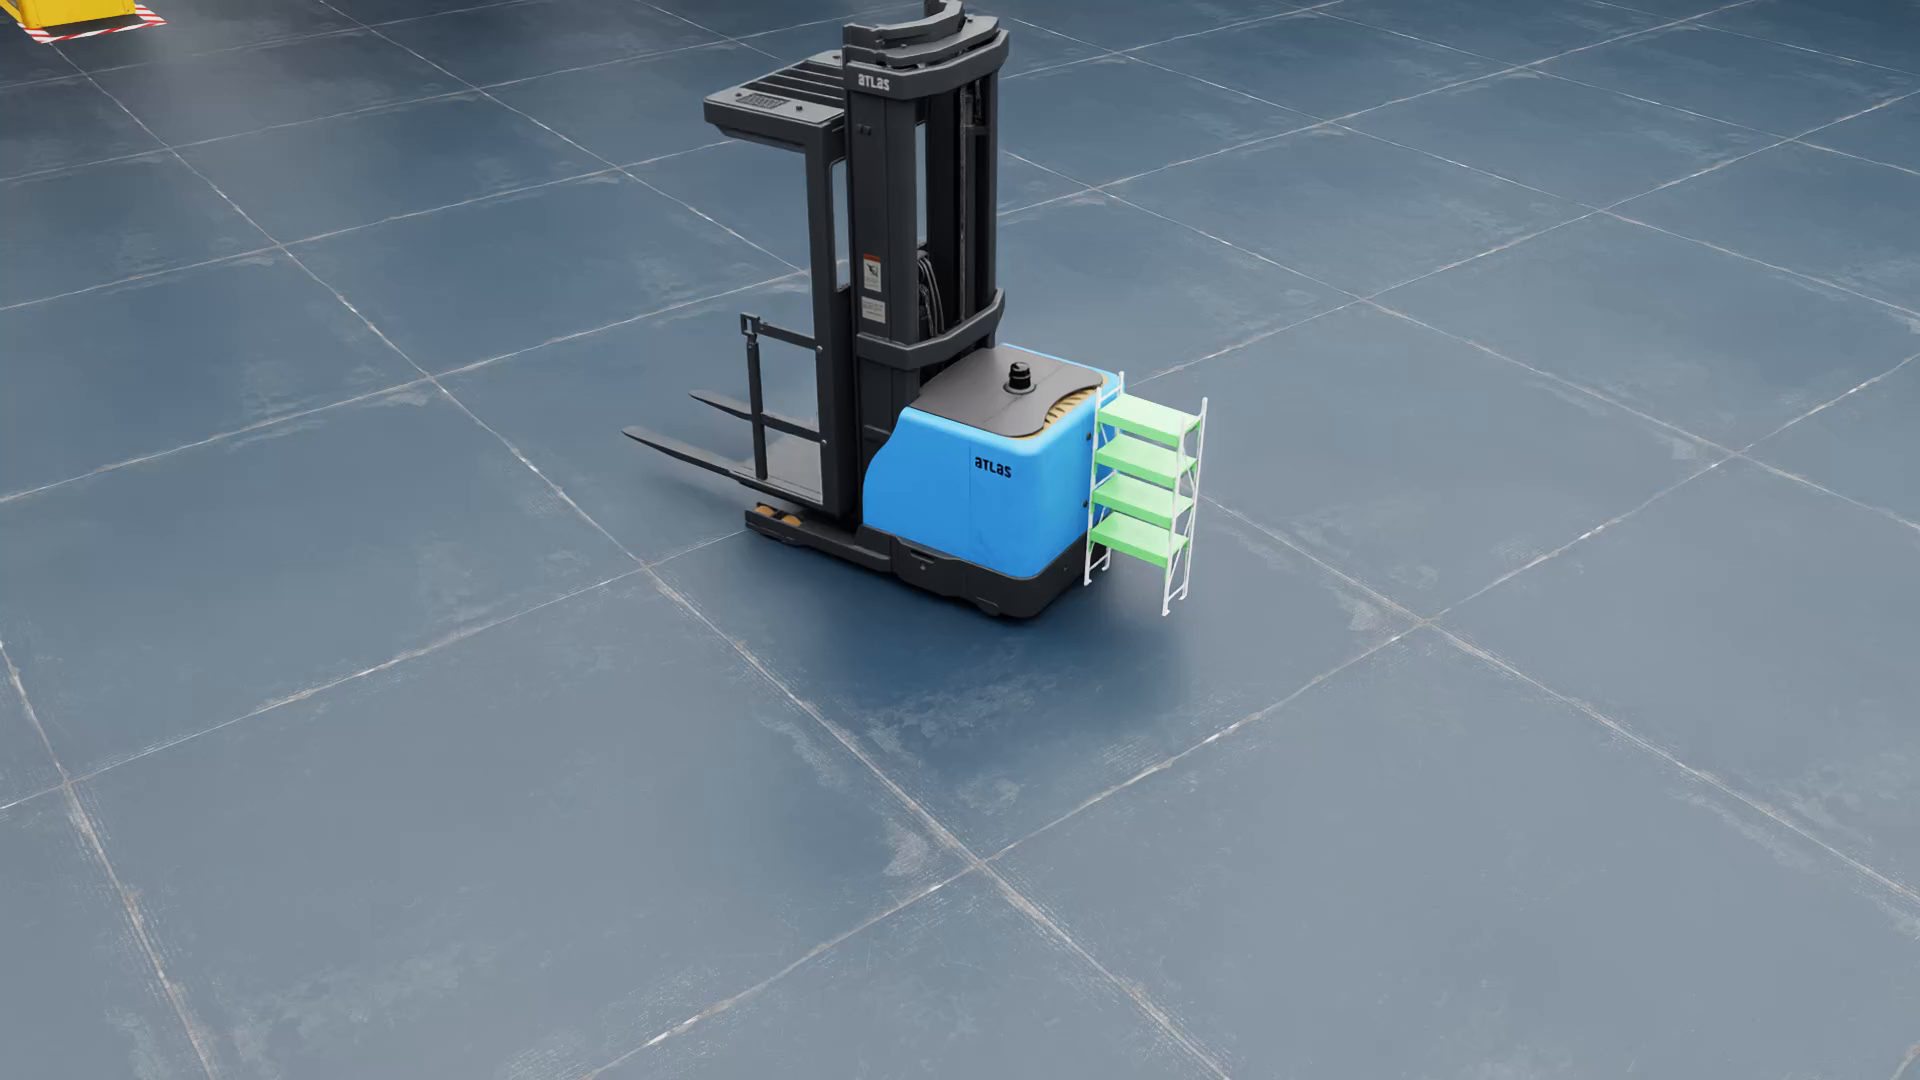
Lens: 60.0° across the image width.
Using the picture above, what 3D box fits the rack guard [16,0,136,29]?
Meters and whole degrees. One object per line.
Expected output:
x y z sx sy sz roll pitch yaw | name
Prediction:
-10.136 -6.227 19.029 1.175 0.500 0.348 -22 38 -31 | rack guard

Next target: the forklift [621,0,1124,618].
-0.620 -1.428 8.998 3.031 2.935 1.130 19 37 28 | forklift

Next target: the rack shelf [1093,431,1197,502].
0.962 -0.382 8.613 0.480 0.148 0.258 22 38 29 | rack shelf

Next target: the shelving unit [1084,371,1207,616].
0.959 -0.234 8.708 0.503 1.200 0.258 22 38 29 | shelving unit

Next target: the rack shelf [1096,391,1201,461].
0.965 -0.585 8.485 0.480 0.148 0.258 22 38 29 | rack shelf

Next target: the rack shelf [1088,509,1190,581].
0.955 0.023 8.871 0.480 0.148 0.258 22 38 29 | rack shelf

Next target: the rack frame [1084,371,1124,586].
0.761 -0.312 8.826 0.015 1.200 0.240 22 38 29 | rack frame

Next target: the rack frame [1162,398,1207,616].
1.158 -0.155 8.589 0.015 1.200 0.240 22 38 29 | rack frame

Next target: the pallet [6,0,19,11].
-10.630 -6.444 19.653 1.003 0.211 1.213 -22 38 -31 | pallet

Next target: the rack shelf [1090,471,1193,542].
0.959 -0.180 8.742 0.480 0.148 0.258 22 38 29 | rack shelf
